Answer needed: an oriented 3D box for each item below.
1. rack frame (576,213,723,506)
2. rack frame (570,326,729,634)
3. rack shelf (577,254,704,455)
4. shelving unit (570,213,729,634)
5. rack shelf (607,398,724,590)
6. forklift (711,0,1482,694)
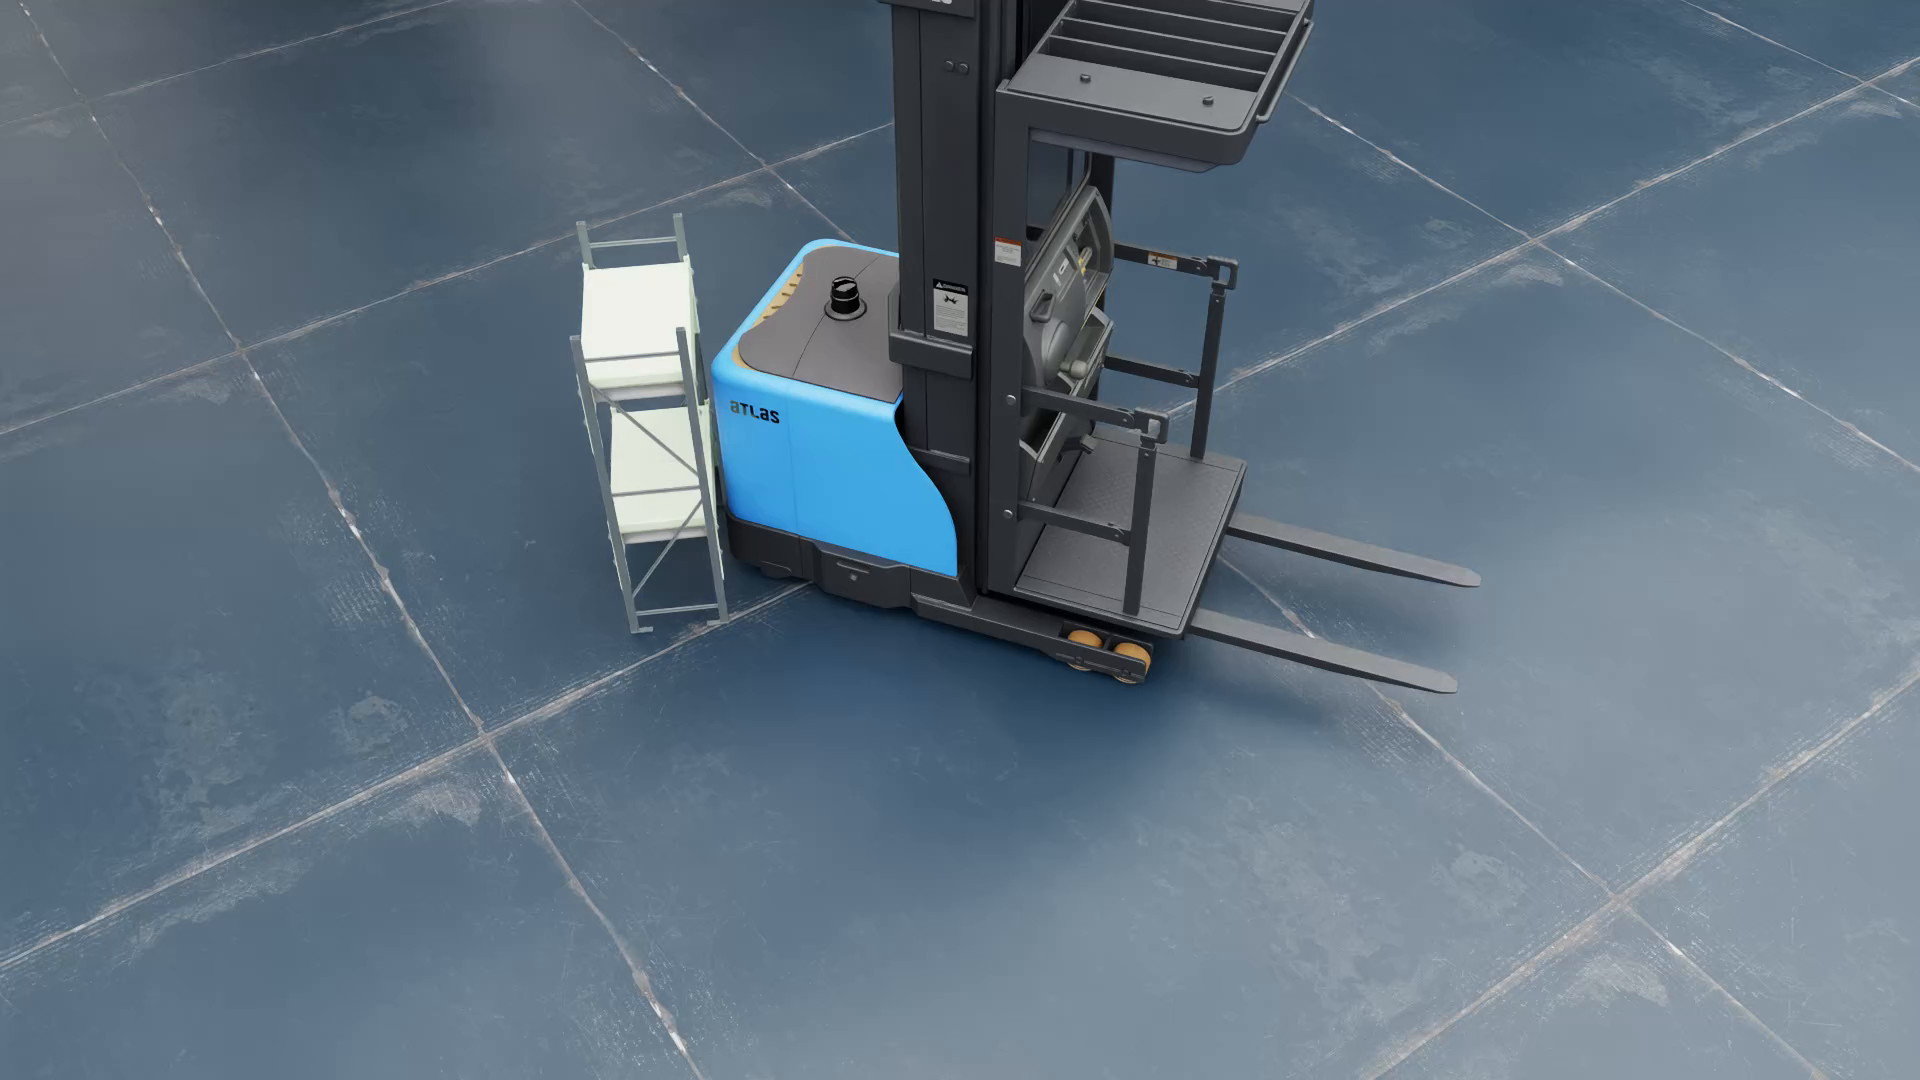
[{"bbox_3d":[-1.258,-0.684,6.869,0.400,1.500,0.023,-6,44,-5],"label":"rack frame"},{"bbox_3d":[-1.159,-0.183,6.344,0.400,1.500,0.023,-6,44,-5],"label":"rack frame"},{"bbox_3d":[-1.211,-0.715,6.337,0.431,0.370,0.720,-6,44,-5],"label":"rack shelf"},{"bbox_3d":[-1.209,-0.433,6.607,0.431,1.500,0.755,-6,44,-5],"label":"shelving unit"},{"bbox_3d":[-1.206,-0.198,6.832,0.431,0.370,0.720,-6,44,-5],"label":"rack shelf"},{"bbox_3d":[0.589,-0.906,6.067,3.031,2.935,1.130,15,46,15],"label":"forklift"}]
